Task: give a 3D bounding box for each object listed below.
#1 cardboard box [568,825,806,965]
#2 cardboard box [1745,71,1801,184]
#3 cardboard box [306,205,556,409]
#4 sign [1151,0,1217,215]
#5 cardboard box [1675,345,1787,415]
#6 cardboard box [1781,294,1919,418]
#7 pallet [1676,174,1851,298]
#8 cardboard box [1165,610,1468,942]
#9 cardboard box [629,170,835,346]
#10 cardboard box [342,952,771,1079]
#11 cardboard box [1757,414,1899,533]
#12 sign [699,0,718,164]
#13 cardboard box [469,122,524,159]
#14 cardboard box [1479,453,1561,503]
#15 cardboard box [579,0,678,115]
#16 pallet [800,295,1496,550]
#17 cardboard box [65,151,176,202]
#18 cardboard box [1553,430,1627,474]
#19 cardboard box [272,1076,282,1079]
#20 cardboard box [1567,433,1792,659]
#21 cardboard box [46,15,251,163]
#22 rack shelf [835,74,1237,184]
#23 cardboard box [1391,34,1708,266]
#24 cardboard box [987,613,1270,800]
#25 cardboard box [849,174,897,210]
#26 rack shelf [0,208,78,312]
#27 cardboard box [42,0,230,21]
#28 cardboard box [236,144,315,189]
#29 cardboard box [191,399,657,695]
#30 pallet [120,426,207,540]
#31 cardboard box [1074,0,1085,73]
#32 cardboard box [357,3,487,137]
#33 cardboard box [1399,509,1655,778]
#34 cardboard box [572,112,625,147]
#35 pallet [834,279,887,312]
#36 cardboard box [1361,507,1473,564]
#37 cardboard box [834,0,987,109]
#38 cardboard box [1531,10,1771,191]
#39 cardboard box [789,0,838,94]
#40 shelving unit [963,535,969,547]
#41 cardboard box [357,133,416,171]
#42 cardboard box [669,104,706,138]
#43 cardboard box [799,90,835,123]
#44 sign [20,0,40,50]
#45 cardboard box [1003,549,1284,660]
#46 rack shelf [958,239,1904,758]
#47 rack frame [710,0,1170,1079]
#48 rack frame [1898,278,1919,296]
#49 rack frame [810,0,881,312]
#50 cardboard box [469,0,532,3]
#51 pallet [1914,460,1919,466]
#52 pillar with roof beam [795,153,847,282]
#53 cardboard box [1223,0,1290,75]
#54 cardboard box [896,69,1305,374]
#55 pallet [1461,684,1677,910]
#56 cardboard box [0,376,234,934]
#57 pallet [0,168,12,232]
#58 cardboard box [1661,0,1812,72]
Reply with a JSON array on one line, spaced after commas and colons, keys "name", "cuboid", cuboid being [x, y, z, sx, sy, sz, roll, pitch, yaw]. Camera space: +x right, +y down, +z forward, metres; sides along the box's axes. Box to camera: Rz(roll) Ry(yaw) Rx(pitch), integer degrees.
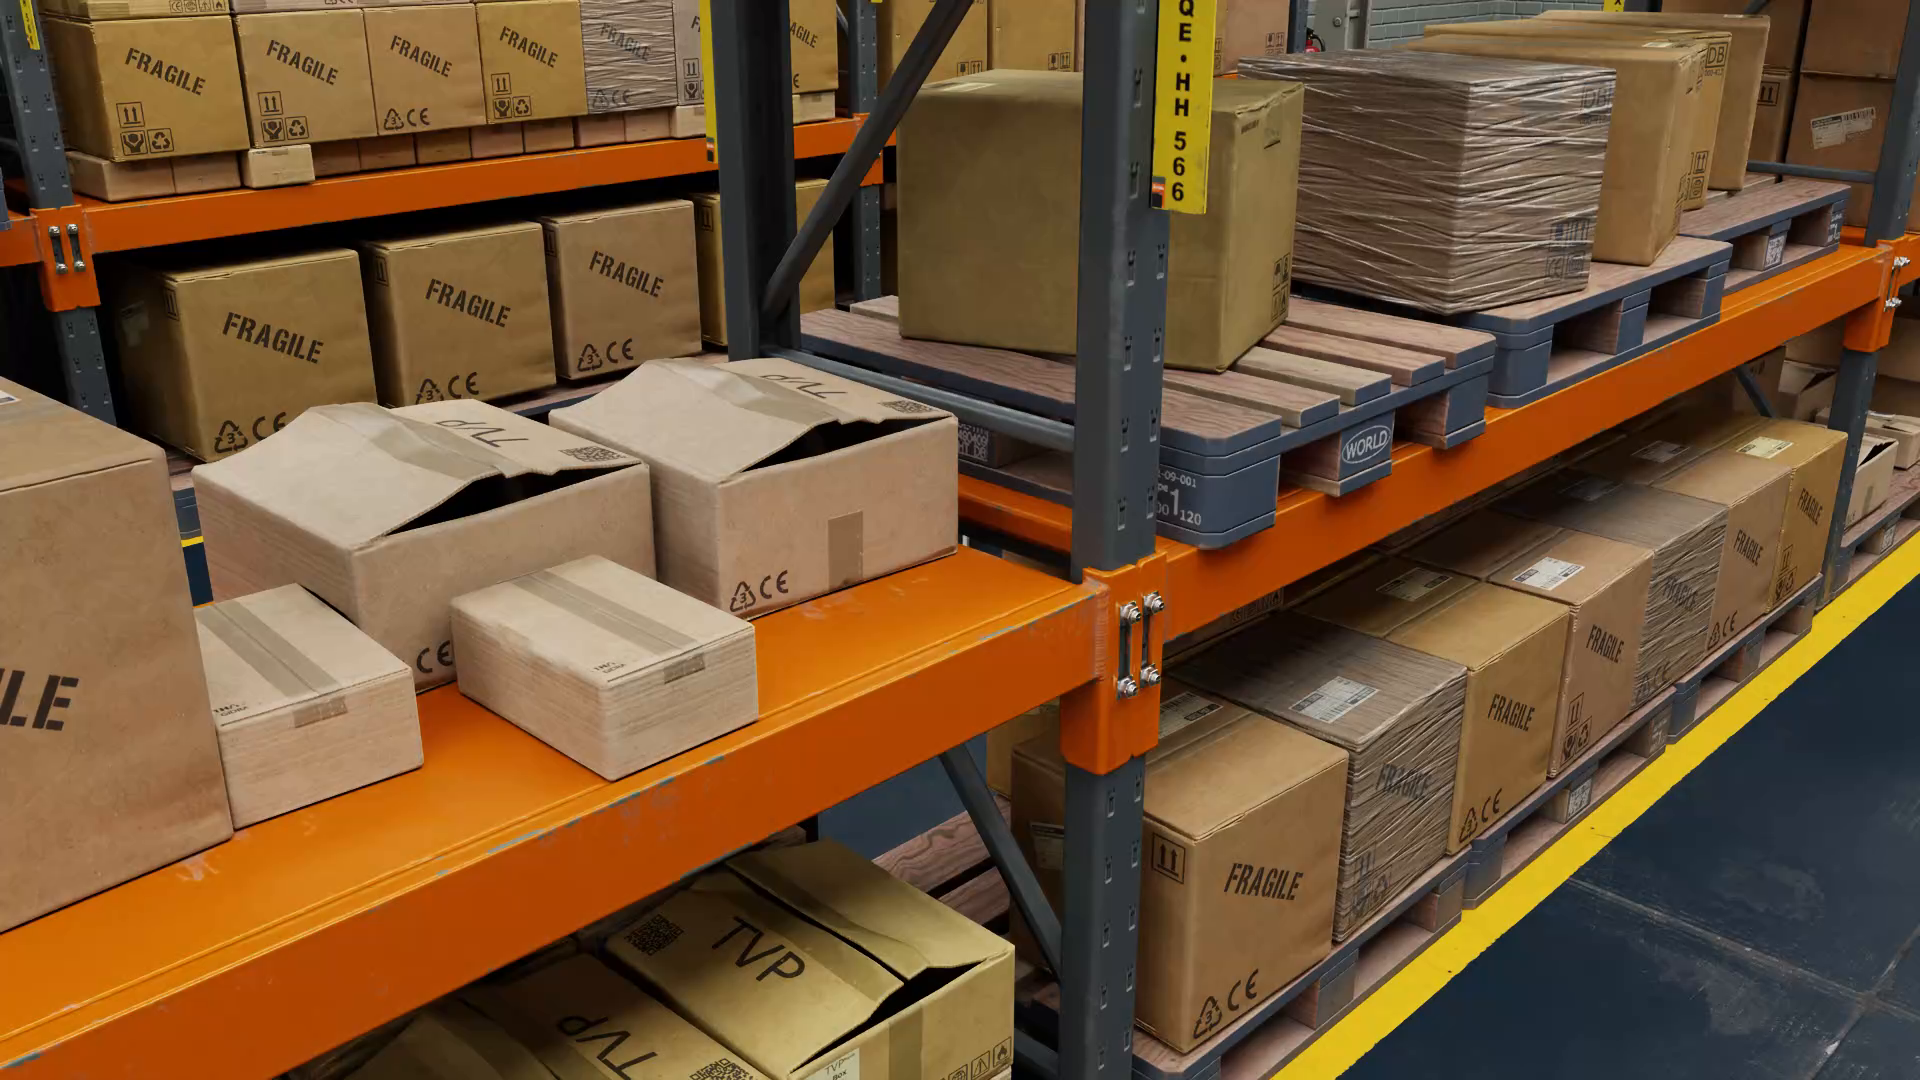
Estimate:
[{"name": "cardboard box", "cuboid": [-0.643, 0.635, 3.206, 0.500, 0.311, 0.500, -19, 28, -40]}, {"name": "cardboard box", "cuboid": [2.888, -1.519, 6.206, 0.500, 0.500, 0.500, -20, 28, -41]}, {"name": "cardboard box", "cuboid": [-2.396, -1.063, 7.569, 0.750, 0.750, 0.750, 19, 28, 40]}, {"name": "sign", "cuboid": [0.333, -0.654, 2.481, 0.100, 0.325, 0.005, 19, 28, 41]}, {"name": "cardboard box", "cuboid": [2.918, -0.536, 6.658, 0.500, 0.500, 0.500, 19, 28, 41]}, {"name": "cardboard box", "cuboid": [4.030, -0.804, 7.352, 0.797, 0.503, 0.637, 19, 28, 41]}, {"name": "pallet", "cuboid": [2.088, -1.012, 5.294, 1.003, 0.211, 1.213, 19, 28, 41]}, {"name": "cardboard box", "cuboid": [0.817, 0.529, 3.889, 0.500, 0.500, 0.500, 18, 27, 39]}, {"name": "cardboard box", "cuboid": [-1.189, -1.511, 8.737, 0.750, 0.750, 0.750, 20, 28, 41]}, {"name": "cardboard box", "cuboid": [-0.614, 0.906, 2.503, 0.500, 0.311, 0.500, 19, 28, 40]}, {"name": "cardboard box", "cuboid": [3.171, -0.284, 6.266, 0.500, 0.311, 0.500, 19, 28, 41]}, {"name": "sign", "cuboid": [-0.462, -0.888, 3.201, 0.100, 0.325, 0.005, 19, 28, 41]}, {"name": "cardboard box", "cuboid": [-2.161, -1.806, 7.415, 0.380, 0.149, 0.250, 19, 28, 41]}, {"name": "cardboard box", "cuboid": [1.514, -0.348, 5.124, 0.500, 0.250, 0.500, 19, 28, 41]}, {"name": "cardboard box", "cuboid": [-1.675, -2.271, 7.720, 0.500, 0.500, 0.500, 19, 28, 41]}, {"name": "pallet", "cuboid": [0.356, -0.354, 3.581, 1.213, 0.211, 1.003, 19, 28, 41]}, {"name": "cardboard box", "cuboid": [-3.223, -1.409, 6.382, 0.380, 0.149, 0.250, 19, 28, 40]}, {"name": "cardboard box", "cuboid": [1.847, -0.115, 5.564, 0.500, 0.500, 0.500, -20, 28, -41]}, {"name": "cardboard box", "cuboid": [-1.361, 0.903, 2.510, 0.500, 0.311, 0.500, 18, 28, 39]}, {"name": "cardboard box", "cuboid": [2.234, 0.005, 5.251, 0.500, 0.500, 0.500, 19, 28, 41]}, {"name": "cardboard box", "cuboid": [-3.096, -1.746, 6.354, 0.500, 0.500, 0.500, -19, 28, -40]}, {"name": "rack shelf", "cuboid": [0.567, -2.697, 10.413, 1.077, 0.370, 4.000, 19, 28, 41]}, {"name": "cardboard box", "cuboid": [1.535, -1.053, 4.408, 0.700, 0.500, 0.500, 12, 24, 27]}, {"name": "cardboard box", "cuboid": [0.417, 0.411, 4.196, 0.500, 0.500, 0.500, -19, 28, -40]}, {"name": "cardboard box", "cuboid": [-0.477, -2.030, 9.669, 0.380, 0.149, 0.250, 19, 28, 40]}, {"name": "rack shelf", "cuboid": [-5.014, -0.640, 5.062, 1.077, 0.370, 4.000, 19, 28, 41]}, {"name": "cardboard box", "cuboid": [-3.097, -2.095, 6.216, 0.500, 0.250, 0.500, -19, 28, -41]}, {"name": "cardboard box", "cuboid": [-2.795, -1.519, 6.667, 0.250, 0.149, 0.380, -19, 28, -40]}, {"name": "cardboard box", "cuboid": [-0.830, -0.028, 2.592, 0.500, 0.311, 0.500, 19, 28, 40]}, {"name": "pallet", "cuboid": [-3.015, -0.372, 7.249, 1.003, 0.211, 1.213, 19, 28, 41]}, {"name": "cardboard box", "cuboid": [0.576, -3.170, 10.222, 0.980, 0.700, 0.700, 18, 27, 38]}, {"name": "cardboard box", "cuboid": [-2.378, -2.006, 7.030, 0.500, 0.500, 0.500, 19, 28, 40]}, {"name": "cardboard box", "cuboid": [1.530, 0.265, 4.574, 0.500, 0.500, 0.500, 18, 27, 39]}, {"name": "cardboard box", "cuboid": [-1.779, -1.937, 7.756, 0.380, 0.149, 0.250, 18, 28, 39]}, {"name": "pallet", "cuboid": [-0.242, -1.393, 9.904, 1.003, 0.211, 1.213, 19, 28, 41]}, {"name": "cardboard box", "cuboid": [1.140, 0.141, 4.897, 0.500, 0.500, 0.500, 18, 27, 39]}, {"name": "cardboard box", "cuboid": [-0.438, -2.794, 9.244, 0.700, 0.700, 0.980, -20, 28, -41]}, {"name": "cardboard box", "cuboid": [2.233, -1.457, 5.458, 0.700, 0.500, 0.500, 9, 23, 23]}, {"name": "cardboard box", "cuboid": [-0.970, -2.532, 8.398, 0.500, 0.500, 0.500, 19, 28, 40]}, {"name": "shelving unit", "cuboid": [0.115, -0.603, 6.470, 0.258, 1.200, 0.503, 19, 28, 41]}, {"name": "cardboard box", "cuboid": [-2.533, -1.683, 7.095, 0.250, 0.149, 0.380, -19, 28, -41]}, {"name": "cardboard box", "cuboid": [-1.376, -2.044, 8.034, 0.380, 0.149, 0.250, 19, 28, 41]}, {"name": "cardboard box", "cuboid": [-0.861, -2.253, 8.577, 0.380, 0.149, 0.250, 20, 28, 41]}, {"name": "sign", "cuboid": [-3.223, -1.860, 5.730, 0.100, 0.325, 0.005, 19, 28, 41]}, {"name": "cardboard box", "cuboid": [0.454, 0.045, 4.102, 0.500, 0.250, 0.500, -19, 28, -40]}, {"name": "rack shelf", "cuboid": [1.328, -0.430, 4.514, 1.077, 0.370, 4.000, 19, 28, 41]}, {"name": "rack frame", "cuboid": [-0.067, -0.251, 3.048, 1.000, 3.000, 0.127, 19, 28, 41]}, {"name": "rack frame", "cuboid": [5.514, -2.308, 8.398, 1.000, 3.000, 0.127, 19, 28, 41]}, {"name": "rack frame", "cuboid": [-0.828, -2.518, 8.946, 1.000, 3.000, 0.127, 19, 28, 41]}, {"name": "cardboard box", "cuboid": [-2.045, -2.488, 7.240, 0.500, 0.250, 0.500, 19, 28, 40]}, {"name": "pallet", "cuboid": [4.054, -0.469, 7.502, 1.003, 0.211, 1.213, 19, 28, 41]}, {"name": "pillar with roof beam", "cuboid": [2.125, -4.638, 6.098, 9.100, 9.000, 0.400, 19, 28, 41]}, {"name": "cardboard box", "cuboid": [1.614, -3.553, 11.220, 0.700, 0.700, 0.980, -19, 28, -40]}, {"name": "cardboard box", "cuboid": [0.292, -0.684, 3.449, 0.700, 0.500, 0.500, 9, 23, 23]}, {"name": "pallet", "cuboid": [1.332, 0.556, 4.835, 1.003, 0.211, 1.213, 19, 28, 41]}, {"name": "cardboard box", "cuboid": [-1.226, 0.137, 1.897, 0.500, 0.500, 0.500, 17, 27, 38]}, {"name": "pallet", "cuboid": [-4.040, -1.191, 5.759, 1.213, 0.211, 1.003, 19, 28, 41]}, {"name": "cardboard box", "cuboid": [2.891, -1.988, 6.032, 0.500, 0.500, 0.500, 19, 28, 41]}]
